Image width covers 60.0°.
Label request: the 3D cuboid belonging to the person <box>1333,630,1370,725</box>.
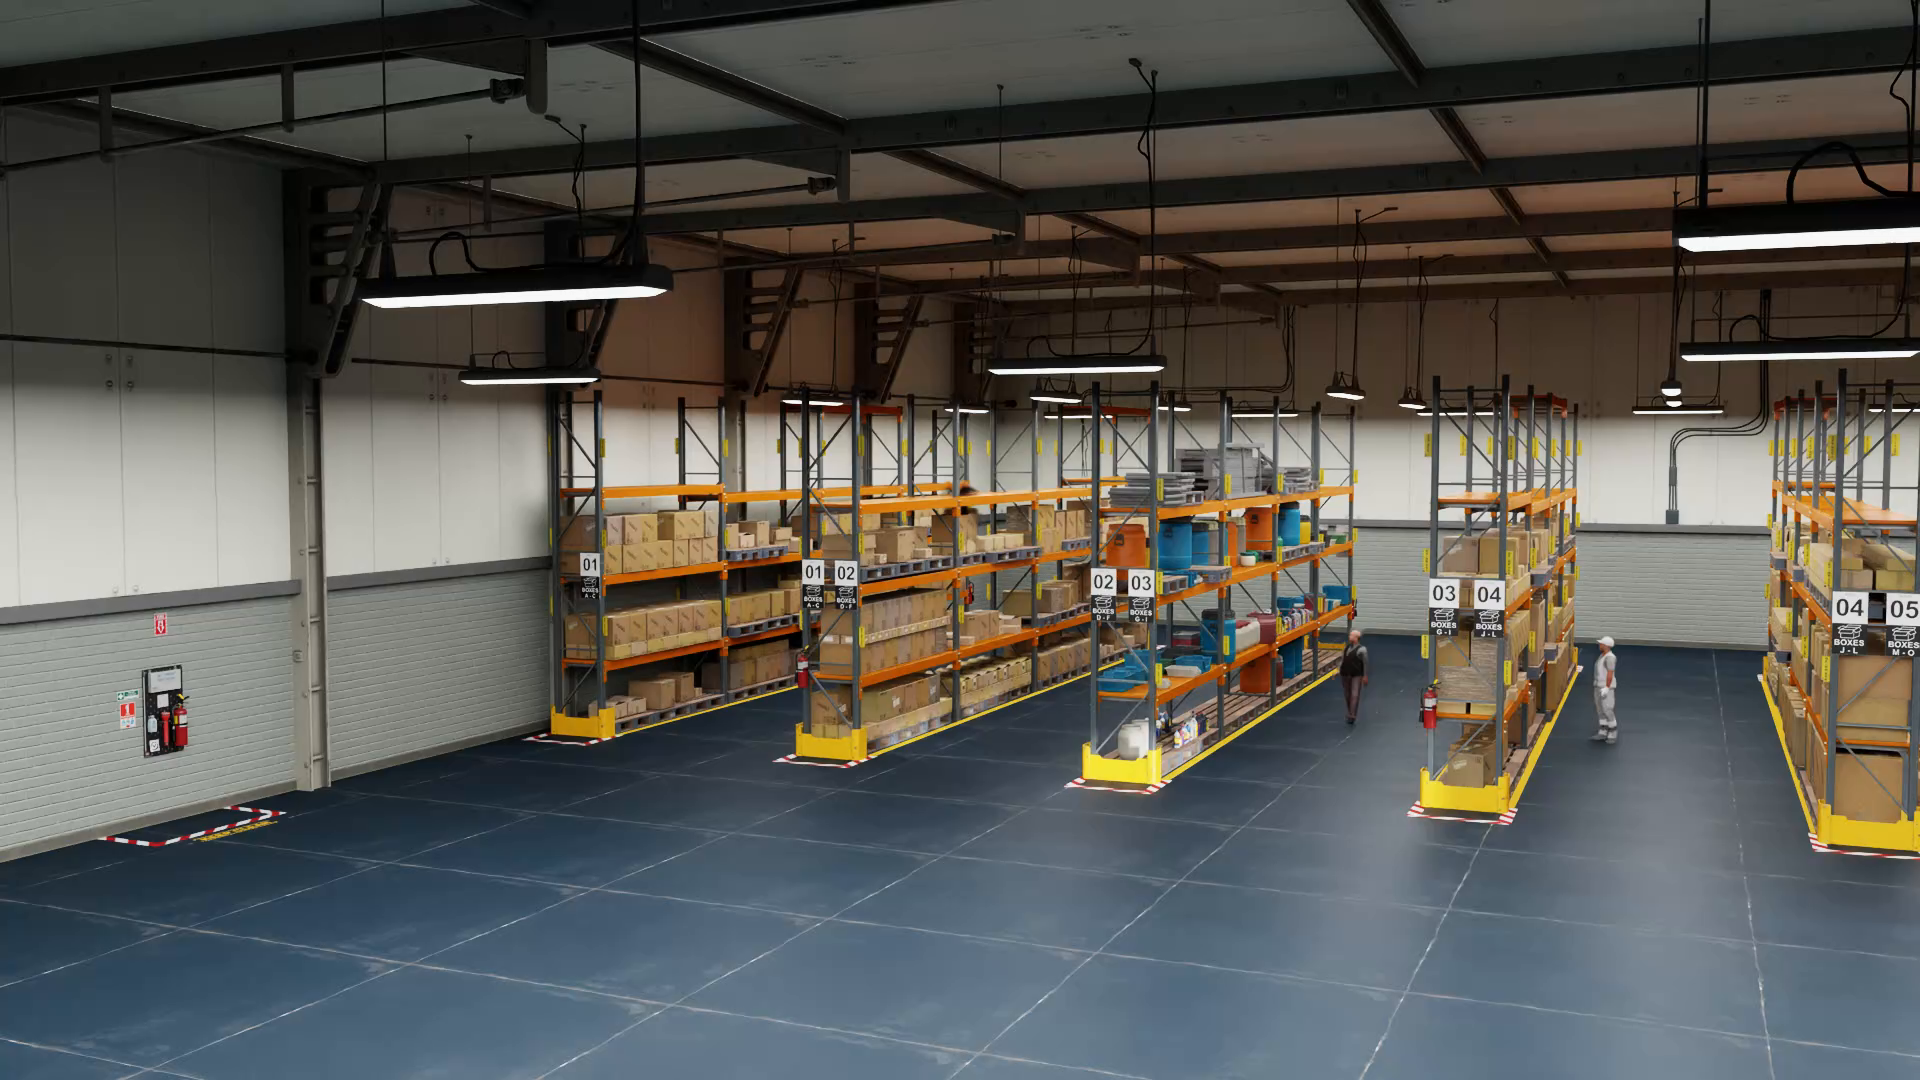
[{"bbox_3d":[7.127,2.489,30.280,0.656,1.682,0.977,2,4,29],"label":"person"}]

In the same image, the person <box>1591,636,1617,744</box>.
[{"bbox_3d":[10.995,2.565,28.390,0.399,1.854,0.542,-1,3,-11],"label":"person"}]
